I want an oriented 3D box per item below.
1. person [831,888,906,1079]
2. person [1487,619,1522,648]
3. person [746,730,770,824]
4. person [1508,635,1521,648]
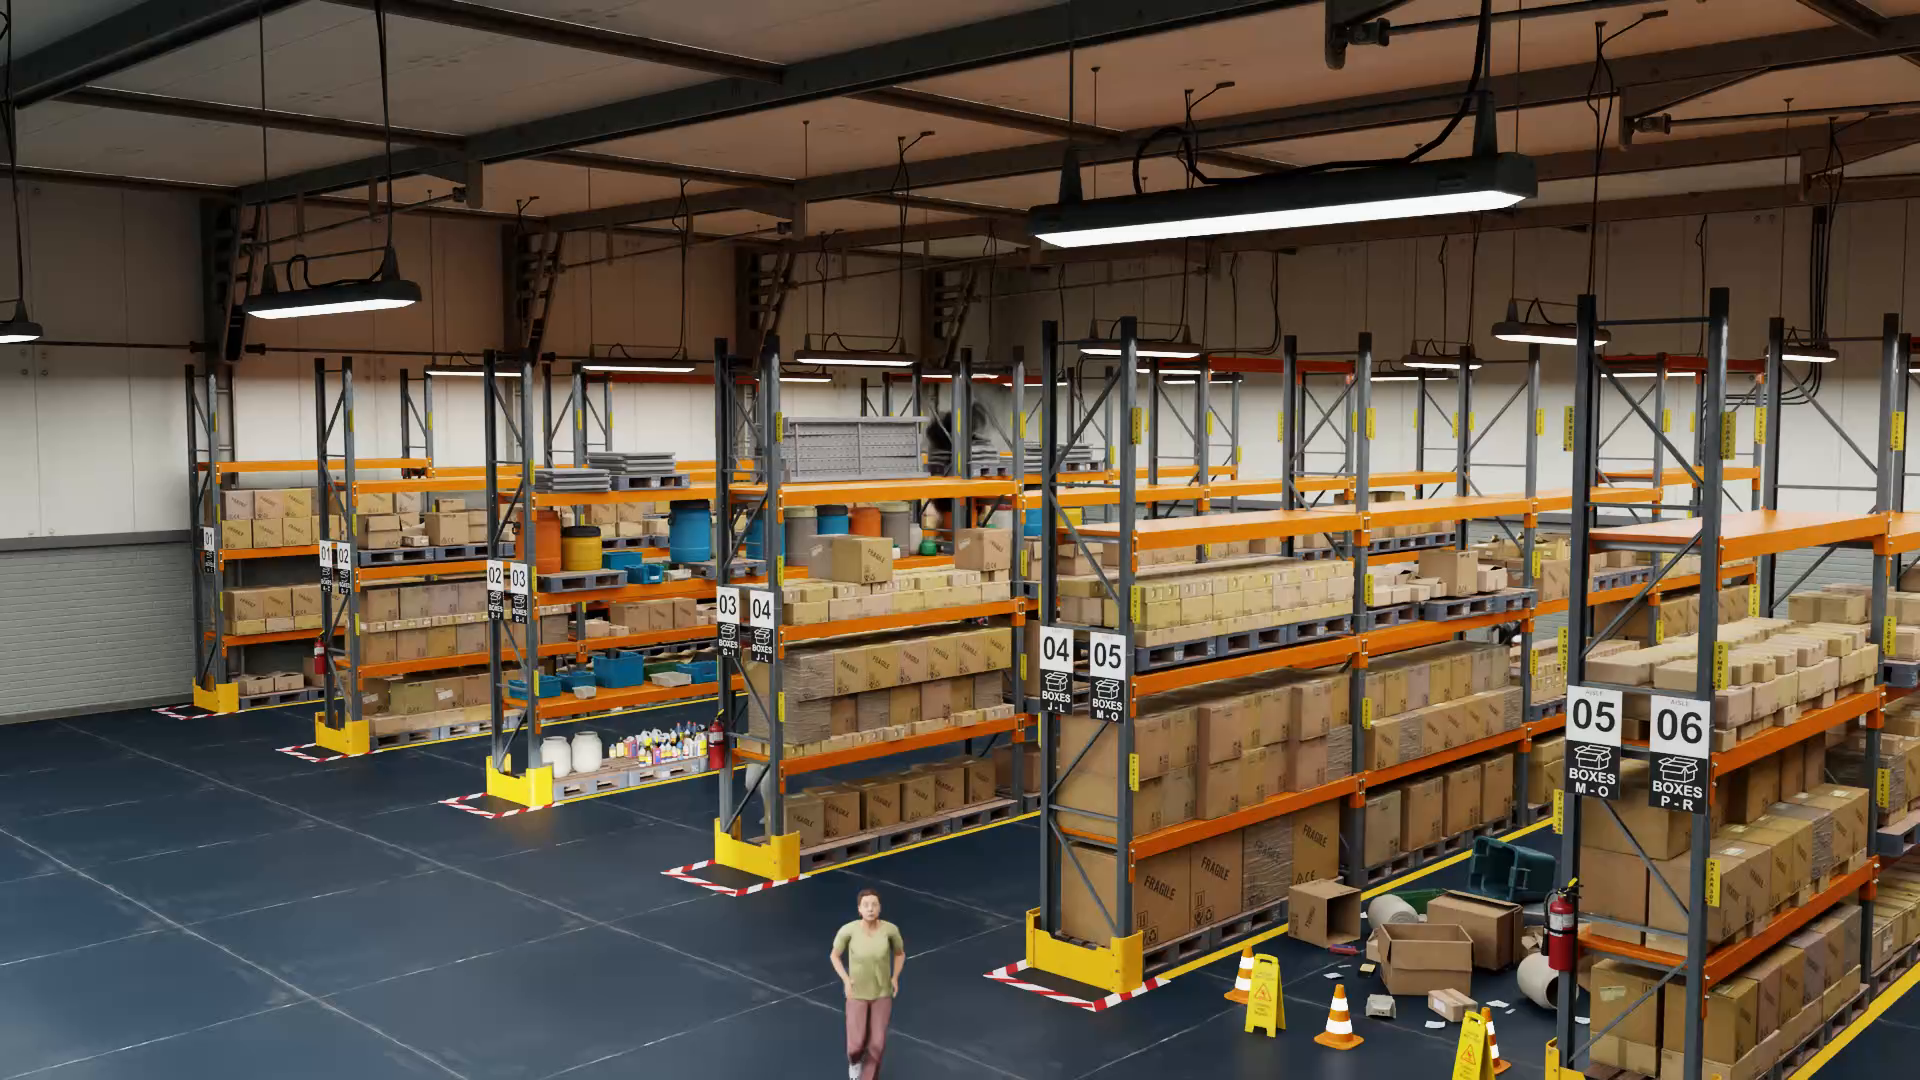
[{"bbox_3d":[-0.682,3.396,12.467,0.565,1.623,0.544,-1,4,-9],"label":"person"},{"bbox_3d":[9.874,2.033,29.897,0.712,1.772,0.754,-1,4,-7],"label":"person"},{"bbox_3d":[-2.444,2.706,21.025,0.673,1.756,0.595,2,5,27],"label":"person"},{"bbox_3d":[8.592,2.343,25.517,0.800,1.772,0.656,-3,6,-38],"label":"person"}]
